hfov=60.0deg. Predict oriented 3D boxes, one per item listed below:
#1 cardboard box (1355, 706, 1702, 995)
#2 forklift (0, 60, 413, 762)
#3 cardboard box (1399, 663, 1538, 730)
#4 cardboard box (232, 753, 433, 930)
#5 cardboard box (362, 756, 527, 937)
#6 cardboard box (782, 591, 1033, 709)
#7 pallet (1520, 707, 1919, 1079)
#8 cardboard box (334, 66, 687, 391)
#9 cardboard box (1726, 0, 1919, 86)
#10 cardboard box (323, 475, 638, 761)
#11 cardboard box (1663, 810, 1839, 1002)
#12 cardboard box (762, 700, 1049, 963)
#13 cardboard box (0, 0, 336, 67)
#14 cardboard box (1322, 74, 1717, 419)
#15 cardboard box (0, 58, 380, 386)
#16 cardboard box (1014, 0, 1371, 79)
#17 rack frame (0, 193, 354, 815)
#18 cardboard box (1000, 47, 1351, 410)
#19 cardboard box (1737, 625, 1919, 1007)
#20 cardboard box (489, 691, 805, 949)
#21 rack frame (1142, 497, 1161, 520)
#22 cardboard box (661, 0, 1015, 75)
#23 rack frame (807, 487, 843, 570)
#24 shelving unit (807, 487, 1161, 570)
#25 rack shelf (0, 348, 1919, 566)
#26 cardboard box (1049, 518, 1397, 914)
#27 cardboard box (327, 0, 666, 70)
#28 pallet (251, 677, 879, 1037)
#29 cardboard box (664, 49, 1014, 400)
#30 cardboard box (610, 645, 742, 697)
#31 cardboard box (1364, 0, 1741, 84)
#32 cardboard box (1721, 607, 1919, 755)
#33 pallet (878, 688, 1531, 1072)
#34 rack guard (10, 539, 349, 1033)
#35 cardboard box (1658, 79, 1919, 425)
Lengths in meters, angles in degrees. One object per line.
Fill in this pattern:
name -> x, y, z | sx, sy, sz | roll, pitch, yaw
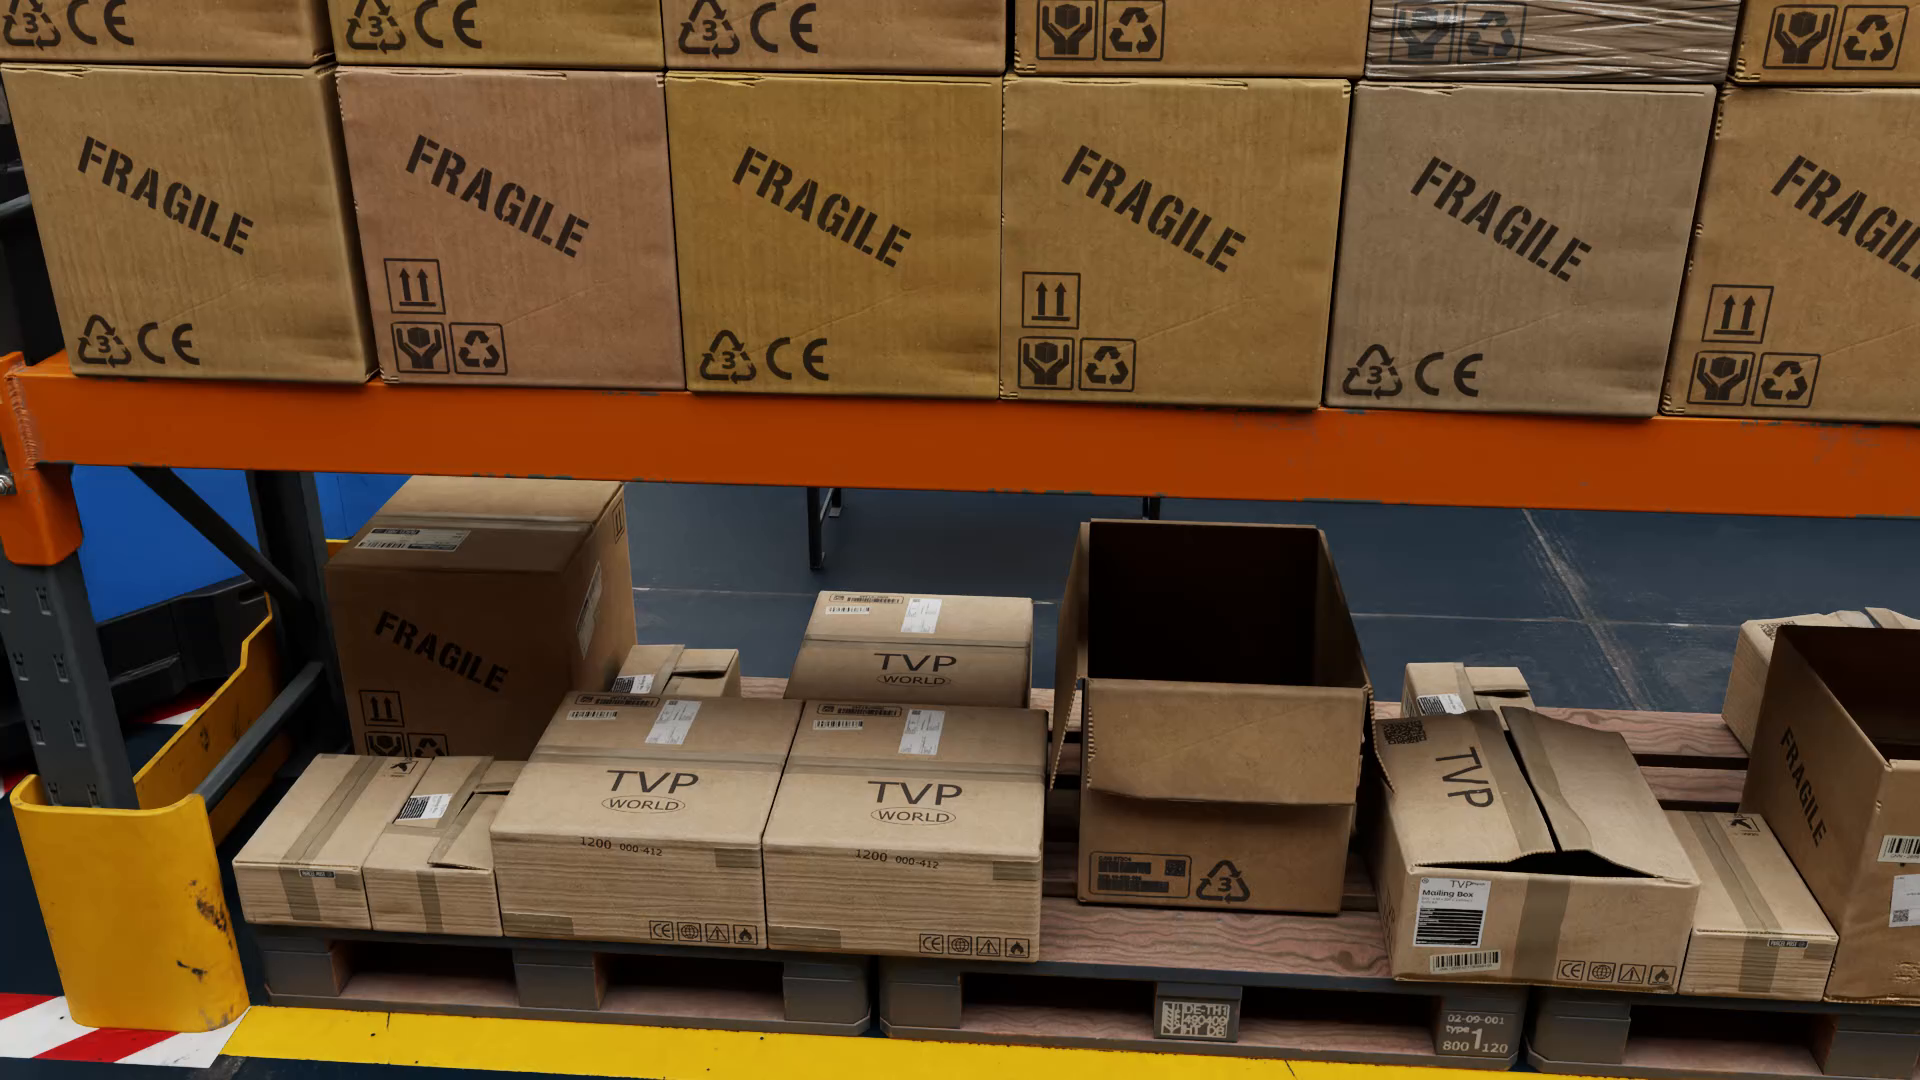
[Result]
cardboard box -> 1.046, 0.560, 3.136 | 0.500, 0.311, 0.500 | 2, 25, 4
forklift -> -2.808, -0.840, 3.569 | 1.130, 2.935, 3.031 | 21, 32, 37
cardboard box -> 1.118, 0.422, 3.607 | 0.250, 0.166, 0.380 | 2, 25, 4
cardboard box -> -1.214, 0.586, 3.272 | 0.250, 0.149, 0.380 | 2, 25, 4
cardboard box -> -0.964, 0.586, 3.251 | 0.250, 0.166, 0.380 | 2, 25, 4
cardboard box -> -0.099, 0.341, 3.684 | 0.500, 0.250, 0.500 | 2, 25, 4
pallet -> 1.699, 0.707, 3.462 | 1.213, 0.211, 1.003 | 2, 25, 4
cardboard box -> -0.668, -0.573, 2.787 | 0.500, 0.500, 0.500 | 2, 25, 3
cardboard box -> 1.349, -0.961, 2.435 | 0.500, 0.500, 0.500 | 1, 25, 3
cardboard box -> -1.044, 0.185, 3.725 | 0.500, 0.500, 0.500 | 2, 25, 4
cardboard box -> 1.415, 0.670, 3.089 | 0.250, 0.149, 0.380 | 2, 25, 4
cardboard box -> -0.087, 0.551, 3.227 | 0.500, 0.250, 0.500 | 2, 25, 4
cardboard box -> -1.182, -1.041, 2.609 | 0.500, 0.500, 0.500 | 3, 25, 6
cardboard box -> 0.839, -0.524, 2.680 | 0.500, 0.500, 0.500 | 2, 25, 5
cardboard box -> -1.182, -0.587, 2.818 | 0.500, 0.500, 0.500 | 2, 25, 5
cardboard box -> 0.344, -0.994, 2.506 | 0.500, 0.500, 0.500 | 2, 25, 4
rack frame -> -1.605, -0.666, 3.109 | 0.127, 3.000, 1.000 | 2, 25, 4
cardboard box -> 0.331, -0.539, 2.713 | 0.500, 0.500, 0.500 | 2, 25, 5
cardboard box -> 1.794, 0.498, 3.044 | 0.500, 0.500, 0.500 | 2, 25, 4
cardboard box -> -0.586, 0.535, 3.262 | 0.500, 0.250, 0.500 | 2, 25, 4
rack frame -> 0.592, -0.662, 4.895 | 0.032, 1.500, 0.500 | 2, 25, 4
cardboard box -> -0.162, -1.010, 2.540 | 0.500, 0.500, 0.500 | 2, 25, 5
rack frame -> -0.422, -0.695, 4.966 | 0.032, 1.500, 0.500 | 2, 25, 4
shelving unit -> 0.085, -0.679, 4.931 | 1.048, 1.500, 0.538 | 2, 25, 4
rack shelf -> 0.389, -0.275, 3.120 | 4.000, 0.370, 1.077 | 2, 25, 4
cardboard box -> 0.510, 0.338, 3.386 | 0.637, 0.503, 0.797 | 2, 25, 4
cardboard box -> -0.661, -1.028, 2.580 | 0.500, 0.500, 0.500 | 2, 25, 5
pallet -> -0.734, 0.629, 3.632 | 1.213, 0.211, 1.003 | 2, 25, 4
cardboard box -> -0.167, -0.556, 2.750 | 0.500, 0.500, 0.500 | 2, 25, 4
cardboard box -> -0.647, 0.387, 3.685 | 0.250, 0.166, 0.380 | 2, 25, 4
cardboard box -> 0.846, -0.977, 2.470 | 0.500, 0.500, 0.500 | 2, 25, 4
cardboard box -> 1.982, 0.380, 3.526 | 0.500, 0.311, 0.500 | 2, 25, 4
pallet -> 0.479, 0.669, 3.545 | 1.213, 0.211, 1.003 | 2, 25, 4
rack guard -> -1.529, 0.472, 3.626 | 0.348, 0.500, 1.175 | 2, 25, 4
cardboard box -> 1.351, -0.508, 2.647 | 0.500, 0.500, 0.500 | 3, 25, 5
